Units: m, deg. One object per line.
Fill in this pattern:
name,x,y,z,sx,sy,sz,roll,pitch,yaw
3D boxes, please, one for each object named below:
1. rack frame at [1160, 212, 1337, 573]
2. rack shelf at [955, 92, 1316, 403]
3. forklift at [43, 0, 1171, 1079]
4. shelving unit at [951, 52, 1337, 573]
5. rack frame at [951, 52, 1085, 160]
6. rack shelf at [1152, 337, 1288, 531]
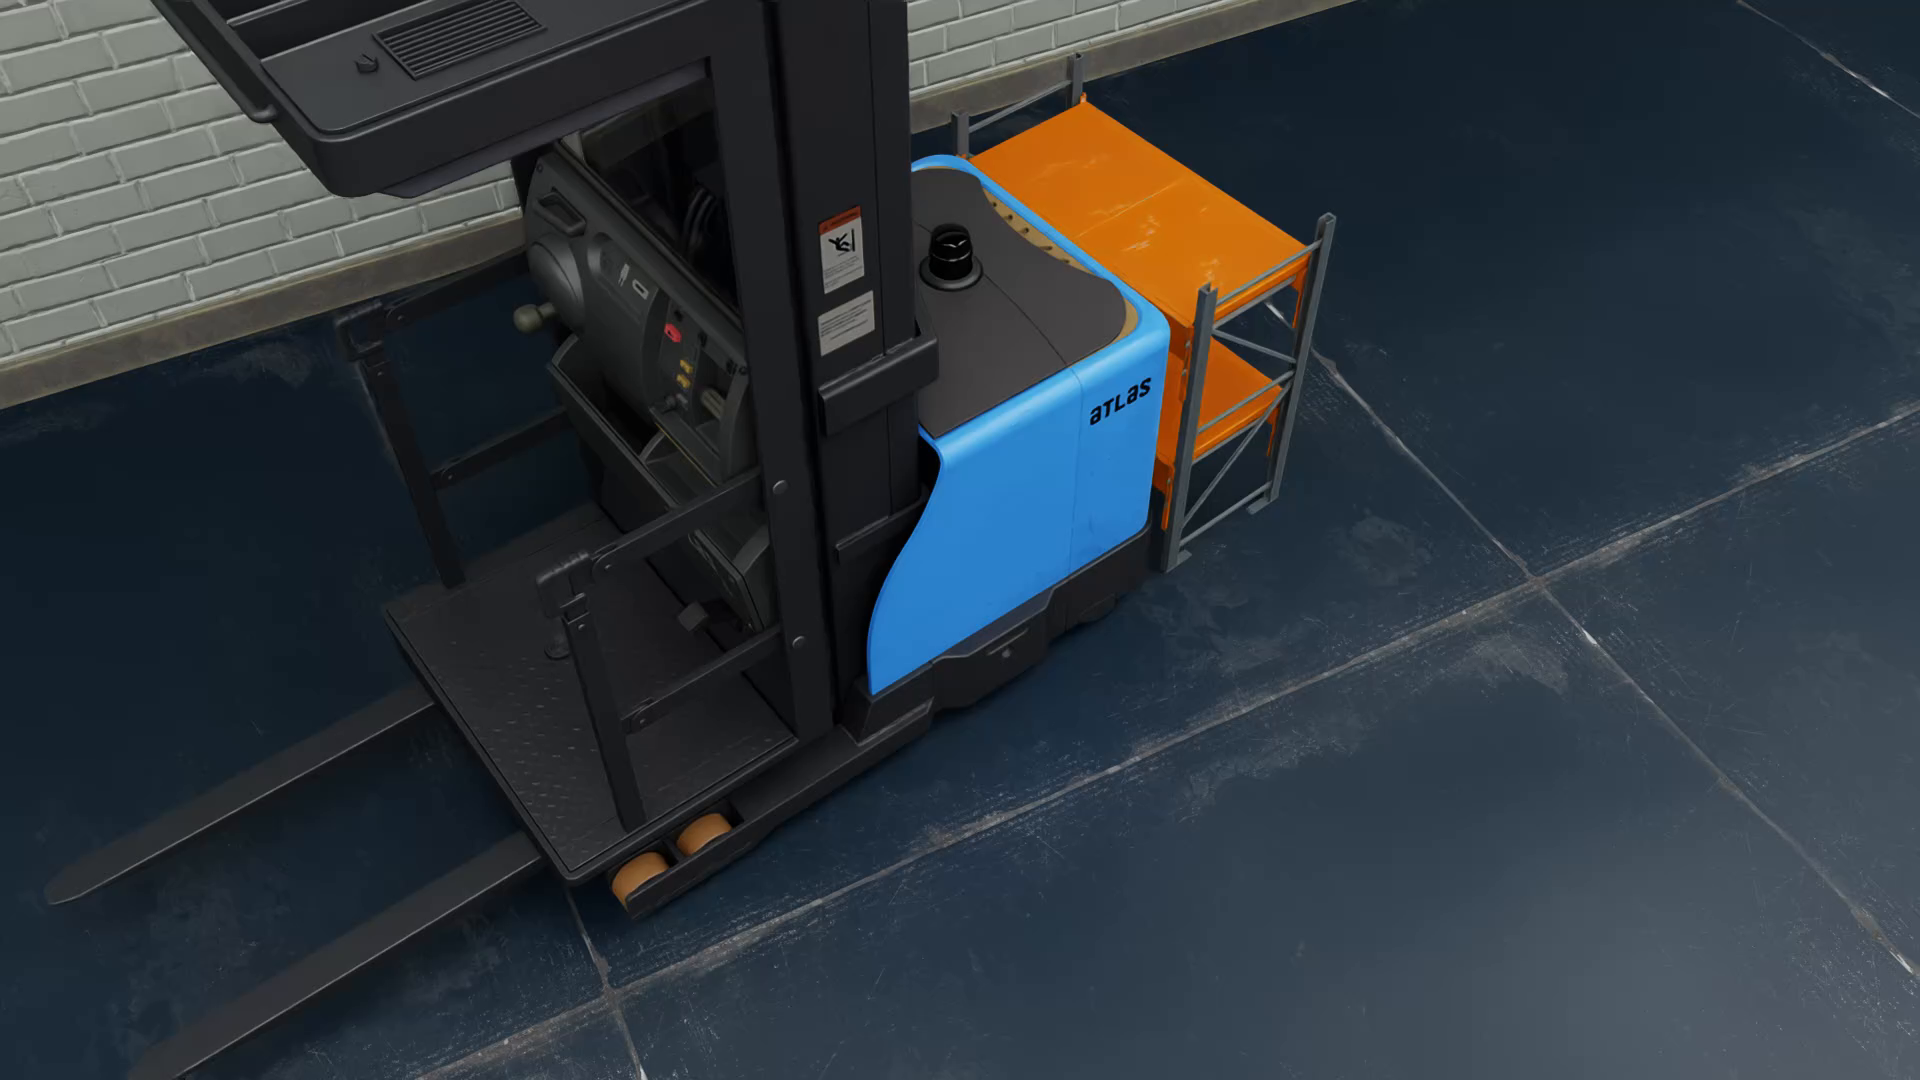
rack frame,0.824,-0.396,4.849,0.500,1.125,0.032,-32,56,-25
rack shelf,0.500,-0.884,4.887,0.538,0.278,1.000,-32,56,-25
forklift,-0.908,-0.437,3.685,3.031,2.935,1.130,-30,55,-24
shelving unit,0.500,-0.691,5.107,0.538,1.125,1.048,-32,56,-25
rack frame,0.176,-0.986,5.365,0.500,1.125,0.032,-32,56,-25
rack shelf,0.500,-0.530,5.291,0.538,0.278,1.000,-32,56,-25
